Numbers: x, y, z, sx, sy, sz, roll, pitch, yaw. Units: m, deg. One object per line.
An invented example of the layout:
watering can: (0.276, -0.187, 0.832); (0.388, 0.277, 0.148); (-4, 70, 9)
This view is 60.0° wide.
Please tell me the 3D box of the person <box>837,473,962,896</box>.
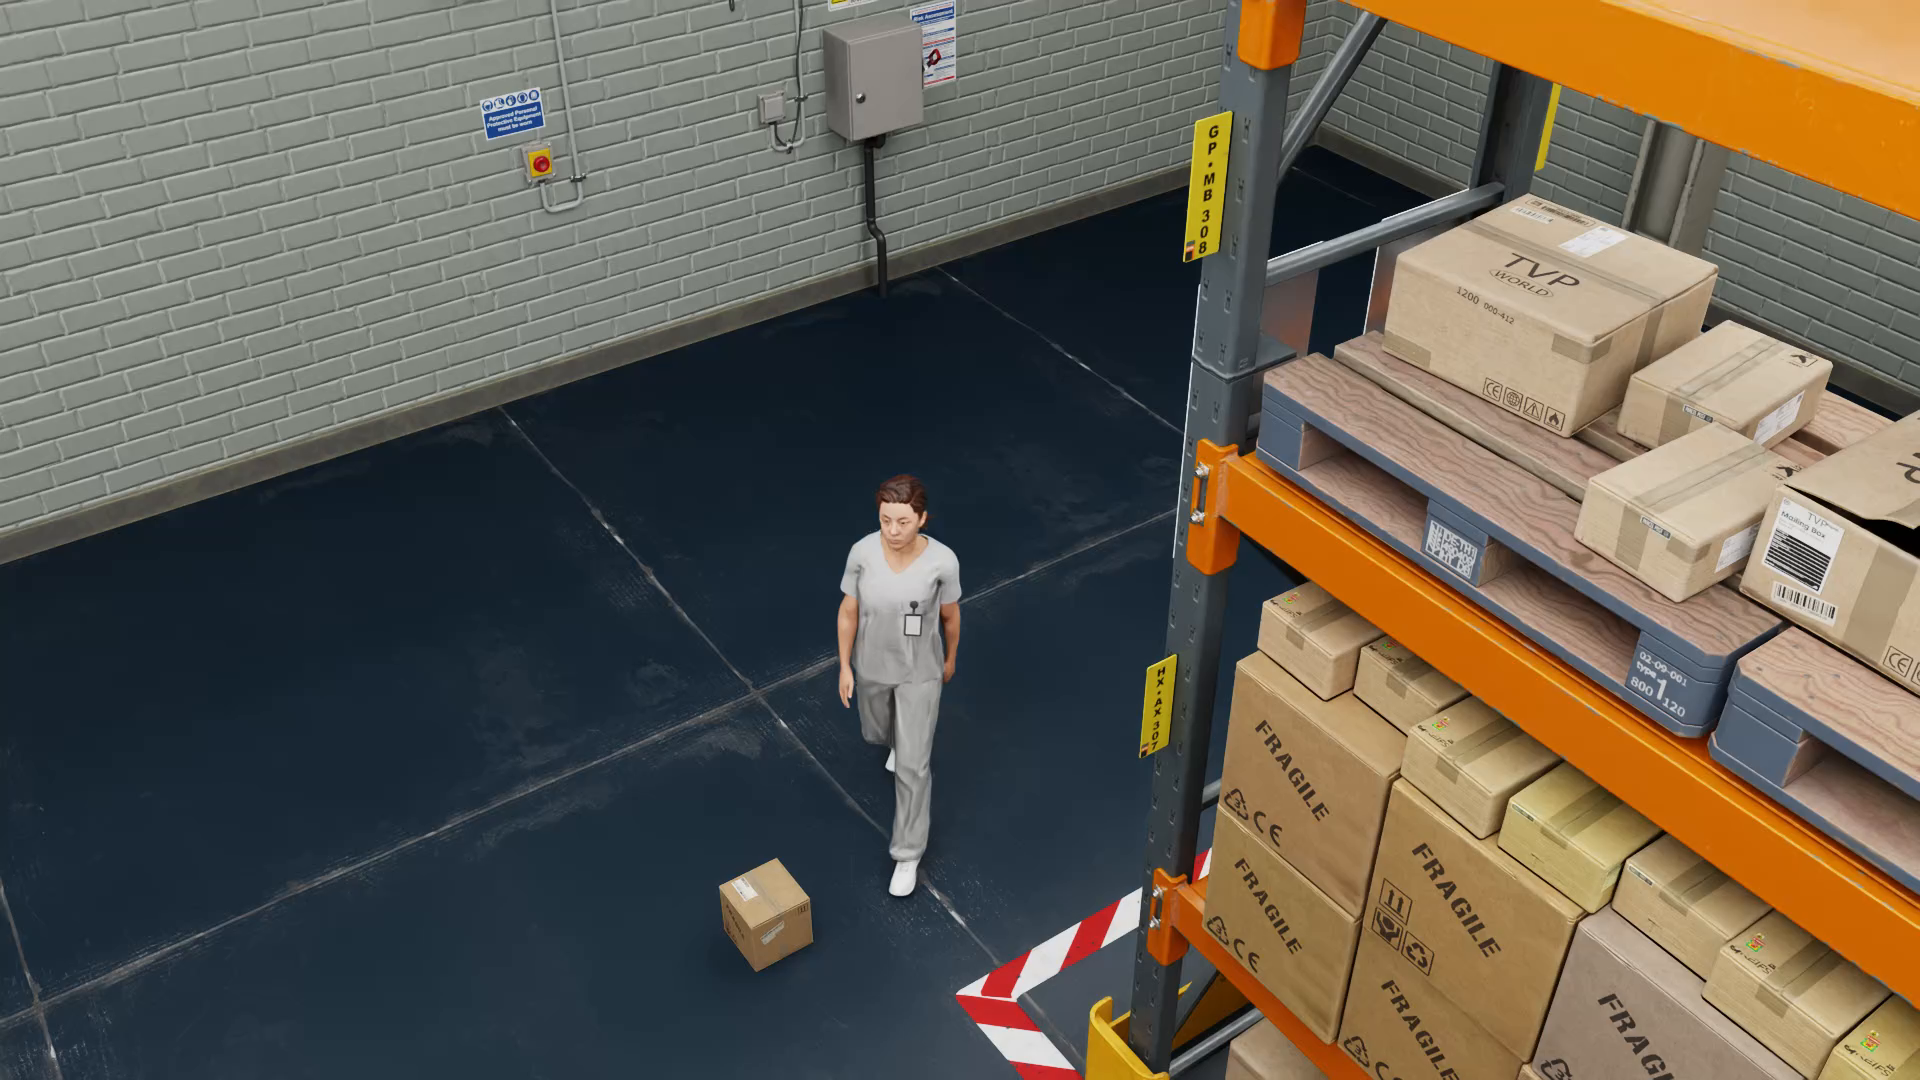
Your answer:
person: (-0.238, 0.486, 6.353); (0.449, 1.634, 0.900); (8, 37, 11)
